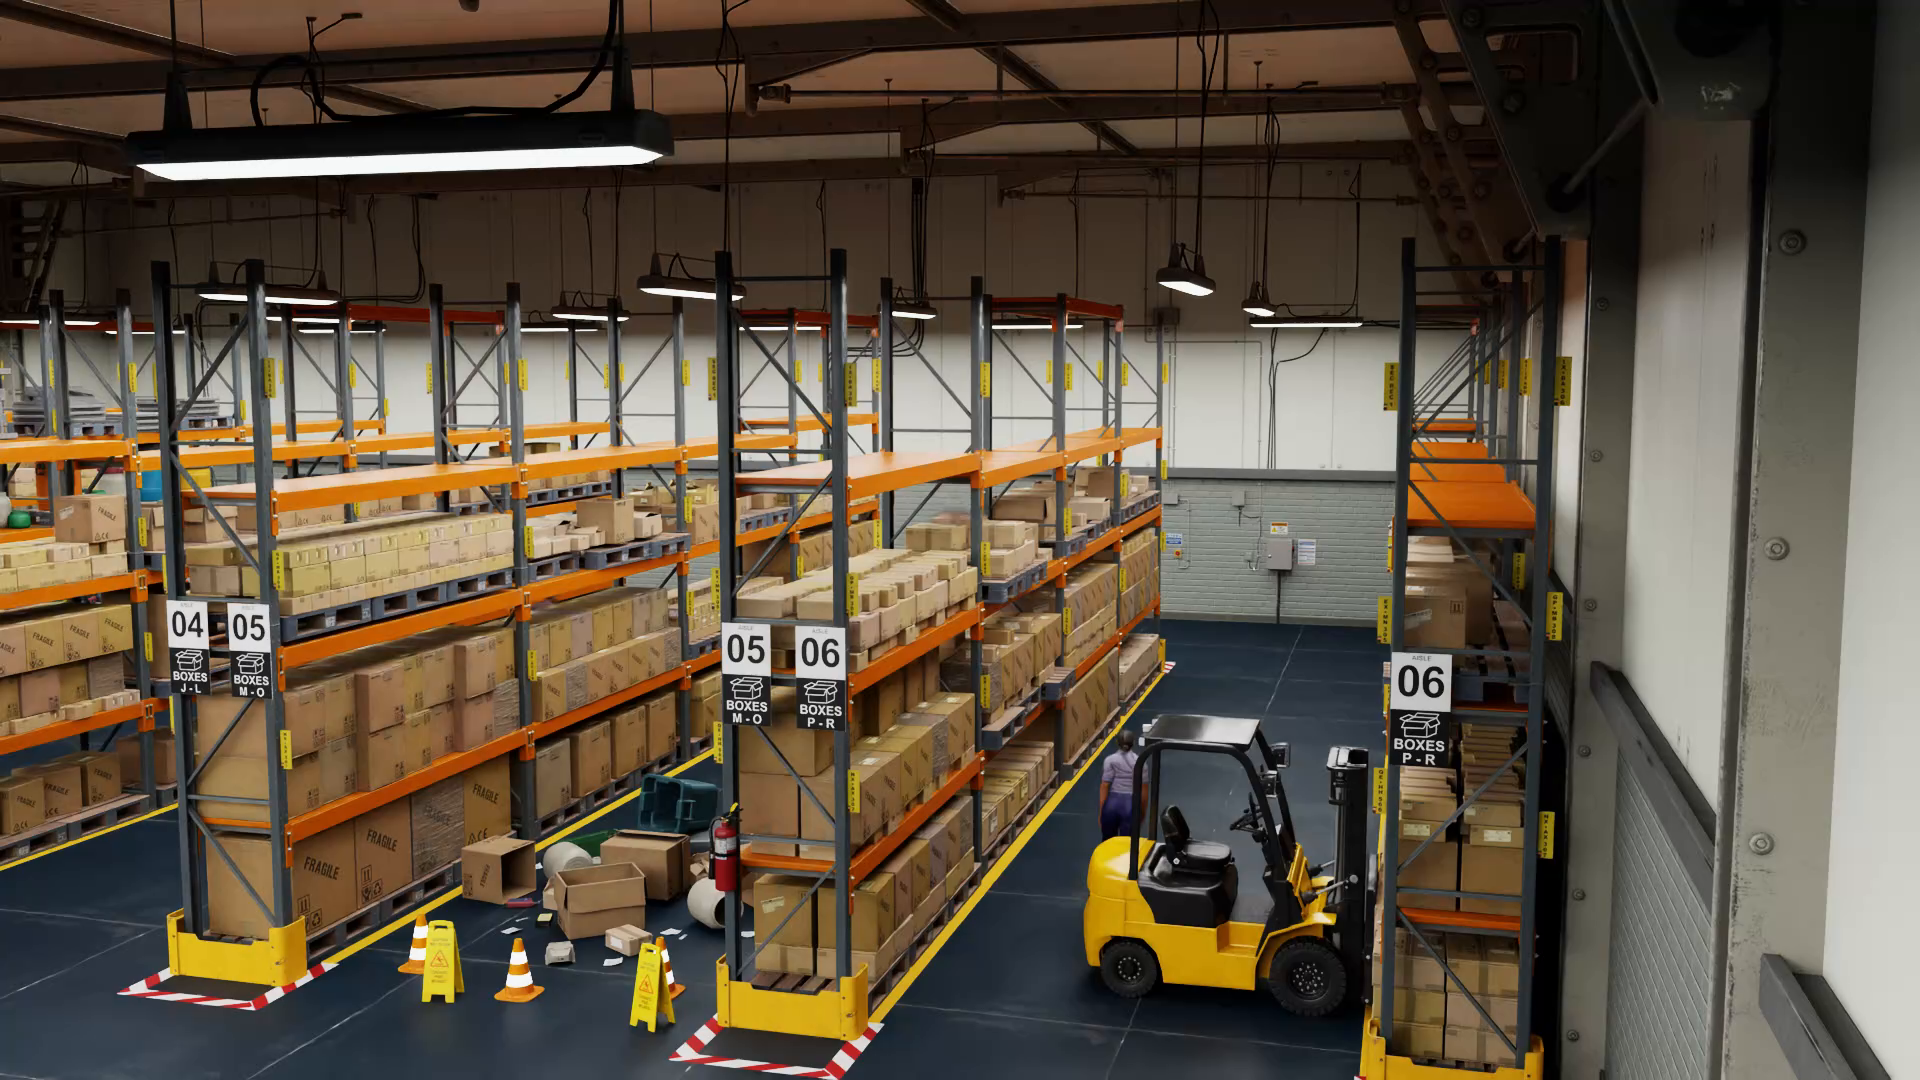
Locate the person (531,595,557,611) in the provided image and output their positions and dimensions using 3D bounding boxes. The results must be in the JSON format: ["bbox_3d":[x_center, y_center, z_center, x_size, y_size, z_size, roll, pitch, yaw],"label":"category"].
[{"bbox_3d":[-6.420,1.604,25.481,0.632,1.752,0.703,2,6,18],"label":"person"}]

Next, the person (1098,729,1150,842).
[{"bbox_3d":[1.583,2.677,16.161,0.501,1.693,0.606,1,6,11],"label":"person"}]
